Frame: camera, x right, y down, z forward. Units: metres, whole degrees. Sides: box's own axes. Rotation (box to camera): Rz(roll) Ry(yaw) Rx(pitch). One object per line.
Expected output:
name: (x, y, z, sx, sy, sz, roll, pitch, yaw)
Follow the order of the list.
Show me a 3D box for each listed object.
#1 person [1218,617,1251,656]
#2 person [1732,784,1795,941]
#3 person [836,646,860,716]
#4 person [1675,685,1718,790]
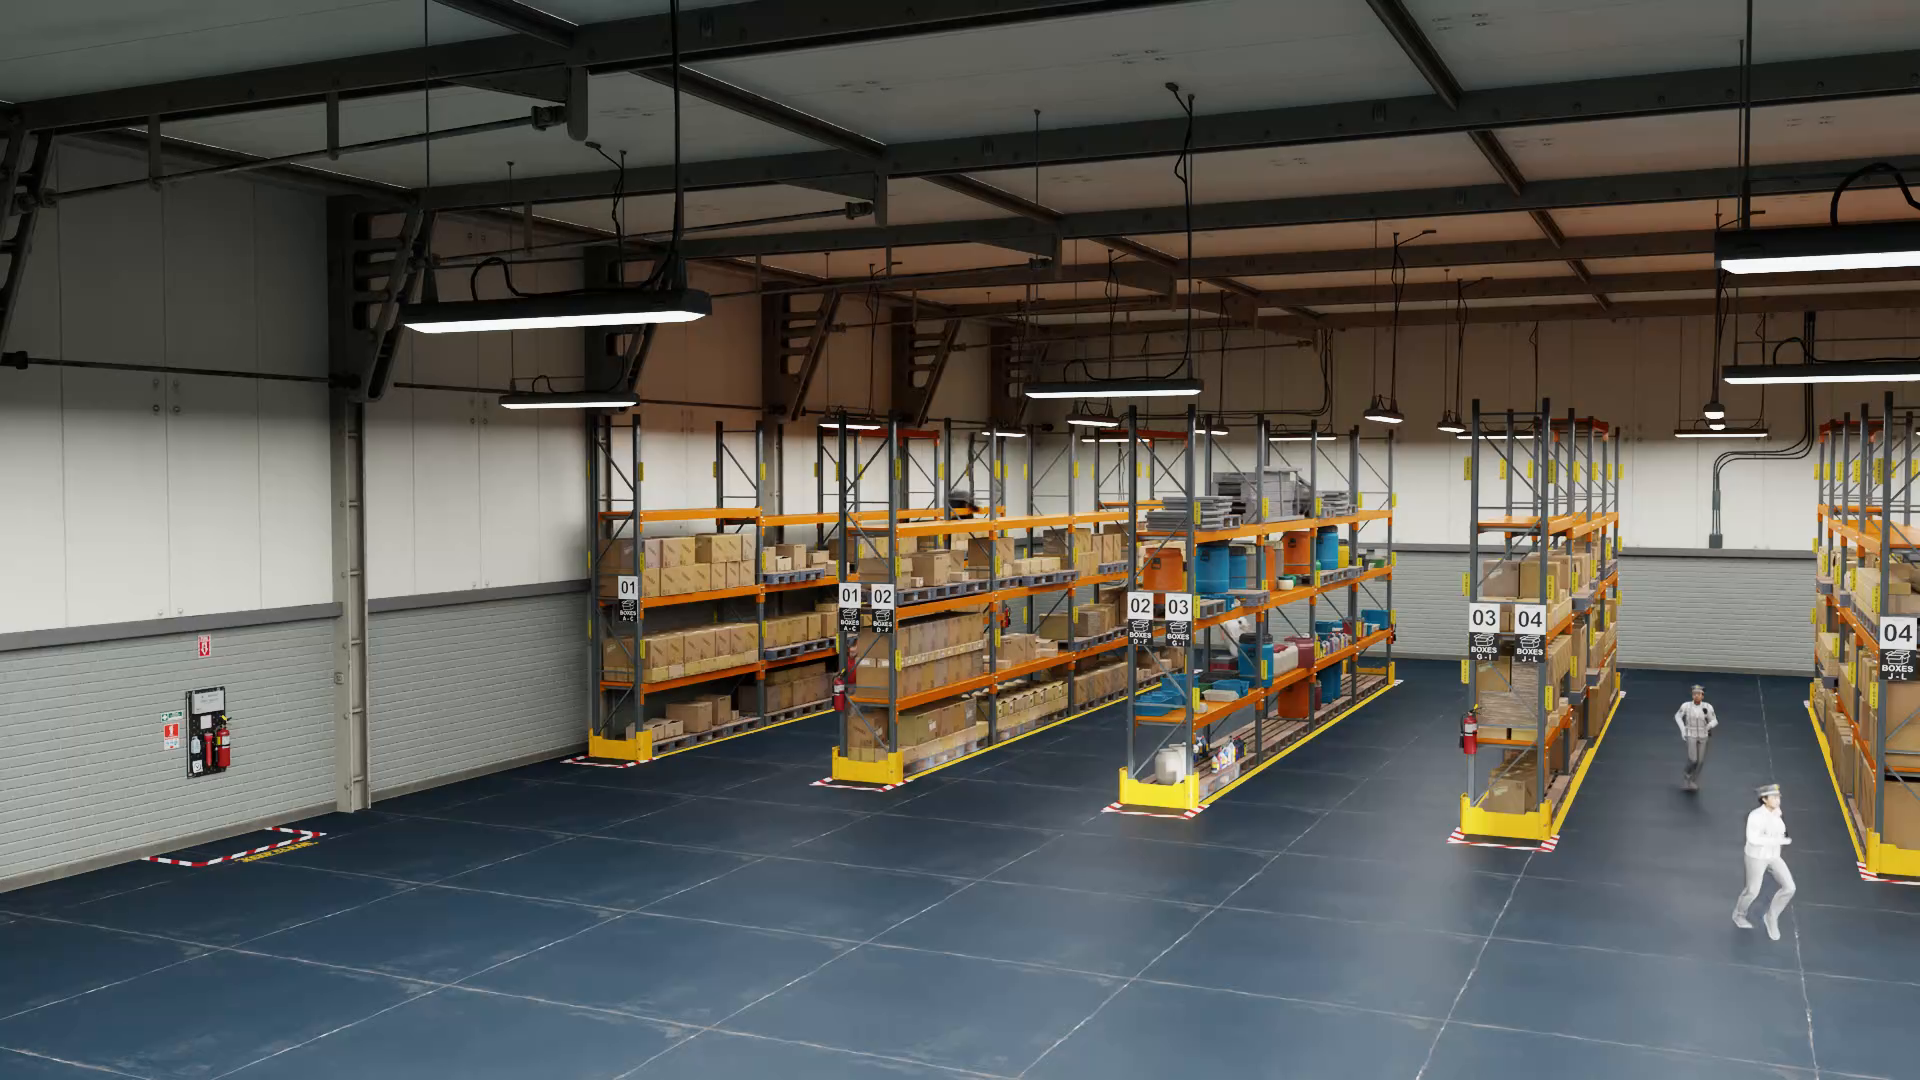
person: (6.660, 2.478, 40.330, 0.762, 1.819, 0.710, 0, 2, 6)
person: (8.624, 3.423, 17.836, 0.641, 1.686, 0.794, -1, 3, -22)
person: (-2.014, 2.867, 31.546, 0.687, 1.721, 0.904, 0, 2, 9)
person: (11.511, 3.091, 25.953, 0.590, 1.669, 0.609, 1, 2, 15)
